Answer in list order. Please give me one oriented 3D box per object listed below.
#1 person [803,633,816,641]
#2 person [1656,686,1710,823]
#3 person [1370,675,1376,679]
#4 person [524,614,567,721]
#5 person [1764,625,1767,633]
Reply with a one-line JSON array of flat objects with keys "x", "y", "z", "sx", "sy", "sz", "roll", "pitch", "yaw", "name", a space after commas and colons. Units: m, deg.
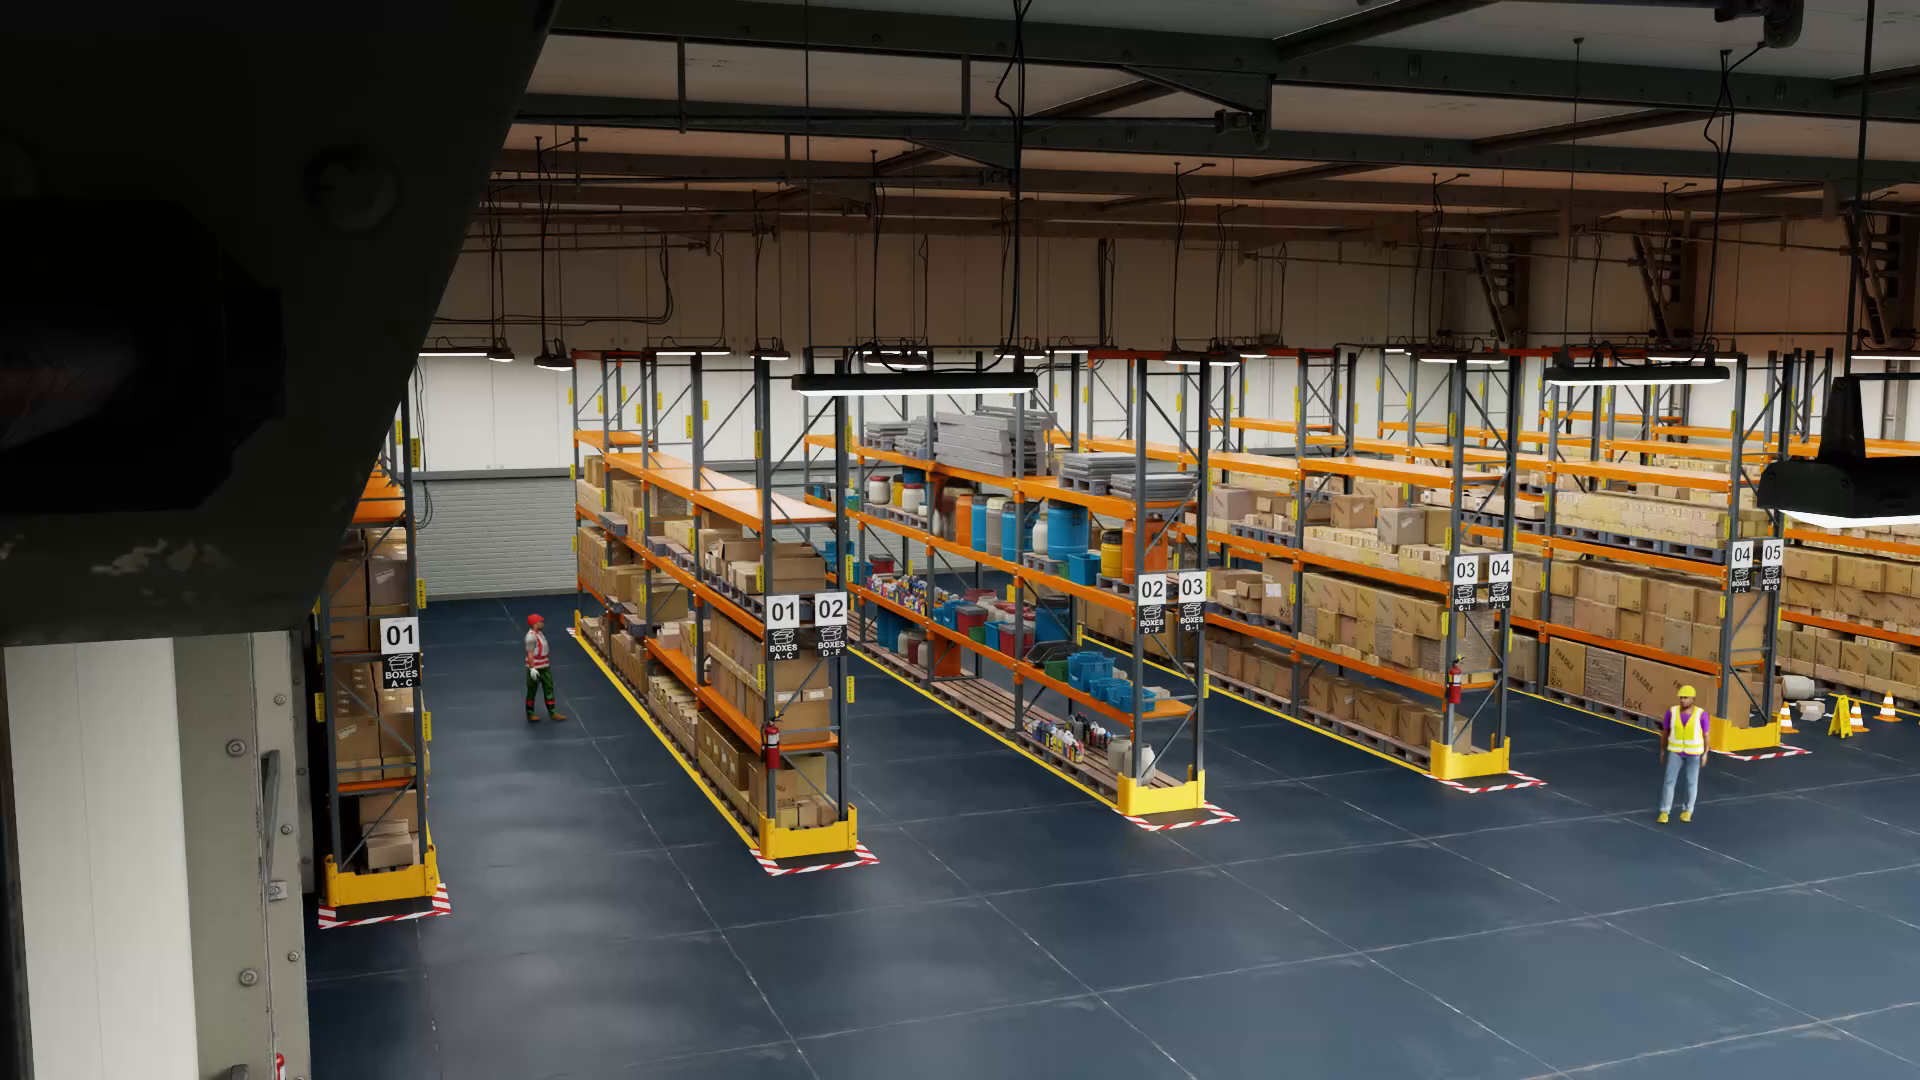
[{"x": -2.679, "y": 2.030, "z": 27.918, "sx": 0.744, "sy": 1.814, "sz": 0.917, "roll": -2, "pitch": 7, "yaw": -18, "name": "person"}, {"x": 9.371, "y": 2.781, "z": 21.553, "sx": 0.585, "sy": 1.778, "sz": 0.575, "roll": 4, "pitch": 8, "yaw": 30, "name": "person"}, {"x": 7.762, "y": 1.727, "z": 30.370, "sx": 0.390, "sy": 1.706, "sz": 0.603, "roll": -6, "pitch": 9, "yaw": -38, "name": "person"}, {"x": -6.825, "y": 2.085, "z": 27.113, "sx": 0.628, "sy": 1.786, "sz": 0.572, "roll": 4, "pitch": 8, "yaw": 28, "name": "person"}, {"x": 16.540, "y": 1.255, "z": 34.061, "sx": 0.459, "sy": 1.678, "sz": 0.478, "roll": 3, "pitch": 8, "yaw": 26, "name": "person"}]
